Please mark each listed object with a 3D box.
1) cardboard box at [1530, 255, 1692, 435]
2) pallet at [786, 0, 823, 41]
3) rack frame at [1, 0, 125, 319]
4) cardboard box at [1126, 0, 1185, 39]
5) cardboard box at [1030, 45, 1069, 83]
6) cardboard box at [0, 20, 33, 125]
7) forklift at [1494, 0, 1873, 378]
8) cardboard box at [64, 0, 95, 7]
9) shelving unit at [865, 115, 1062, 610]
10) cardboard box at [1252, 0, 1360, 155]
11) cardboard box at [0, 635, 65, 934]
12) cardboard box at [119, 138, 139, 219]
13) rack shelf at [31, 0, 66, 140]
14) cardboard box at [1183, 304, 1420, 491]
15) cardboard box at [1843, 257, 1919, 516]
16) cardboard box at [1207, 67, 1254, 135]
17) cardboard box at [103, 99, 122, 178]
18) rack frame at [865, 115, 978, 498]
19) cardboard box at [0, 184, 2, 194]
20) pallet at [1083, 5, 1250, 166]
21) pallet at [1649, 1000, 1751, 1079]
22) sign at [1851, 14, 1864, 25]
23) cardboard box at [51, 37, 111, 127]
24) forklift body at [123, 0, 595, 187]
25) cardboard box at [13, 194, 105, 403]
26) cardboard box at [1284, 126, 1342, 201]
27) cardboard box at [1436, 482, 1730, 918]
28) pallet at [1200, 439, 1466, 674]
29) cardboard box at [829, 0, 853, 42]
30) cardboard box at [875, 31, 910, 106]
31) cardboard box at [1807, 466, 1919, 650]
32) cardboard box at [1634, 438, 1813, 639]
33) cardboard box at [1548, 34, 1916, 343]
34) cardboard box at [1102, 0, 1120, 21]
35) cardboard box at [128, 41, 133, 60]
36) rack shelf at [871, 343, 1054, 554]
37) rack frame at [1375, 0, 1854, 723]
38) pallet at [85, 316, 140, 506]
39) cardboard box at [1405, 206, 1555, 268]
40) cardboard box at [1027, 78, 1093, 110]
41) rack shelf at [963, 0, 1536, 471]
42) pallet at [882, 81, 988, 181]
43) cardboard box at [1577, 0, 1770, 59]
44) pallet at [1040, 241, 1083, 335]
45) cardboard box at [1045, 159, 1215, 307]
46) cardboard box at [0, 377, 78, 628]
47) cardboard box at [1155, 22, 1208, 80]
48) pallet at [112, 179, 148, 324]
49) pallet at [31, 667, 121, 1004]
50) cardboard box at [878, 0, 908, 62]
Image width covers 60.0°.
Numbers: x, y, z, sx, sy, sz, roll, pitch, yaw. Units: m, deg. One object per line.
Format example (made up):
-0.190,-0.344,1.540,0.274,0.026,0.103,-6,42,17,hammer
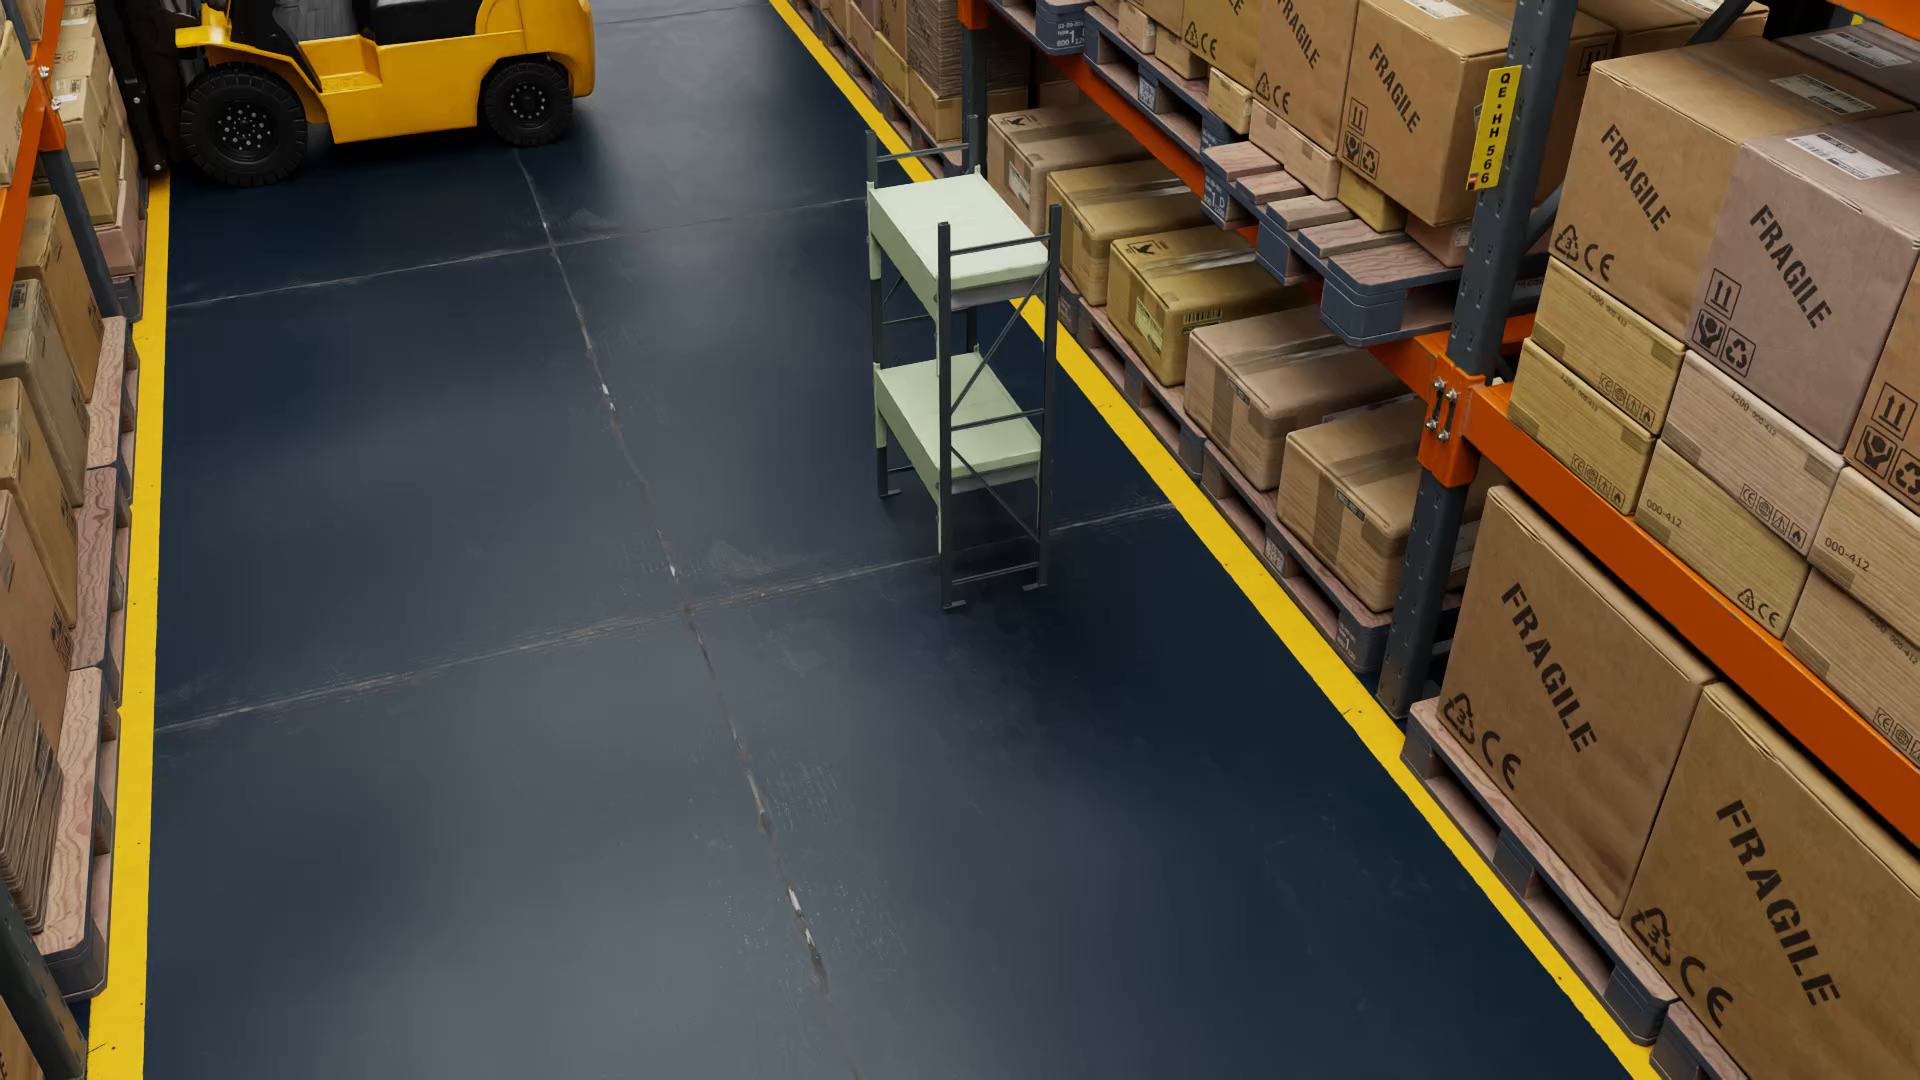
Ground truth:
1.817,-0.541,4.184,0.500,0.250,0.500,-13,39,-16,cardboard box
-0.606,-3.634,10.900,1.003,0.211,1.213,-12,39,-16,pallet
-4.161,-1.968,6.370,1.000,3.000,0.127,-12,39,-16,rack frame
0.907,-2.147,5.928,0.500,0.500,0.500,-14,39,-18,cardboard box
0.549,-2.756,8.729,0.500,0.500,0.500,-11,38,-14,cardboard box
-3.742,-1.678,6.109,0.500,0.250,0.500,-12,39,-15,cardboard box
3.529,-2.261,6.815,3.031,2.935,1.130,-26,44,-30,forklift
-4.555,-2.643,8.371,0.500,0.250,0.500,-13,39,-17,cardboard box
-0.002,-0.603,5.804,0.431,1.500,0.755,-12,39,-16,shelving unit
1.269,-1.554,5.140,0.500,0.500,0.500,-13,39,-17,cardboard box
-2.986,0.717,4.429,0.875,0.625,0.625,-11,38,-15,cardboard box
-4.206,-1.663,7.901,0.500,0.250,0.500,-13,39,-17,cardboard box
-4.849,-2.810,8.086,1.077,0.370,4.000,-12,39,-16,rack shelf
1.428,-0.593,6.379,0.950,0.372,0.625,-13,39,-17,cardboard box
2.158,-0.275,3.207,0.500,0.500,0.500,-11,38,-15,cardboard box
1.065,-1.508,5.619,0.380,0.149,0.250,-12,39,-15,cardboard box
-4.213,-1.858,7.745,0.500,0.250,0.500,-13,39,-16,cardboard box
-0.128,-0.810,6.078,0.400,1.500,0.023,-12,39,-16,rack frame
-3.422,-1.108,5.352,0.500,0.250,0.500,-12,39,-16,cardboard box
1.155,-1.771,6.268,1.003,0.211,1.213,-12,39,-16,pallet
2.491,1.525,4.050,1.003,0.211,1.213,-12,39,-16,pallet
2.395,-1.317,4.544,0.100,0.325,0.005,-12,39,-16,sign
-4.199,-2.066,7.605,0.500,0.250,0.500,-12,39,-16,cardboard box
-3.172,-3.195,8.704,2.313,2.155,1.214,-12,39,-16,forklift body
-3.971,-0.895,6.569,0.875,0.625,0.625,-11,38,-14,cardboard box
1.252,-1.212,5.225,0.380,0.149,0.250,-13,39,-16,cardboard box
2.034,0.350,4.709,0.875,0.875,0.875,-13,39,-16,cardboard box
1.607,-0.066,6.162,1.003,0.211,1.213,-12,39,-16,pallet
-0.492,-3.218,9.966,0.500,0.250,0.500,-10,38,-13,cardboard box
-0.150,-2.644,9.204,0.500,0.250,0.500,-13,39,-17,cardboard box
2.154,0.036,3.419,0.500,0.250,0.500,-13,39,-16,cardboard box
2.000,-0.063,3.966,0.500,0.250,0.500,-14,39,-17,cardboard box
1.815,-0.848,3.969,0.500,0.500,0.500,-14,39,-17,cardboard box
0.771,-2.106,6.413,0.380,0.149,0.250,-12,39,-16,cardboard box
-4.717,-2.714,8.880,0.500,0.250,0.500,-13,39,-17,cardboard box
-0.002,-0.342,6.000,0.431,0.370,0.720,-12,39,-16,rack shelf
1.875,-0.738,4.737,1.000,3.000,0.127,-12,39,-16,rack frame
-3.871,-0.446,6.667,1.003,0.211,1.213,-12,39,-16,pallet
1.541,-0.942,4.867,0.380,0.149,0.250,-11,38,-14,cardboard box
0.549,-2.456,8.954,0.500,0.250,0.500,-14,39,-18,cardboard box
1.186,-1.581,6.453,1.077,0.370,4.000,-12,39,-16,rack shelf
0.234,-2.256,9.070,1.003,0.211,1.213,-12,39,-16,pallet
1.937,-1.367,4.892,0.500,0.500,0.500,-14,39,-17,cardboard box
0.767,-1.444,7.992,1.003,0.211,1.213,-12,39,-16,pallet
0.932,-1.415,7.470,0.950,0.372,0.625,-10,38,-13,cardboard box
-3.451,-0.031,5.422,0.875,0.625,0.625,-14,39,-18,cardboard box
0.933,-1.801,6.008,0.380,0.149,0.250,-14,39,-17,cardboard box
-4.395,-1.312,7.816,1.003,0.211,1.213,-12,39,-16,pallet
-3.031,0.932,4.837,1.003,0.211,1.213,-12,39,-16,pallet
-0.134,-2.932,8.963,0.500,0.500,0.500,-12,39,-15,cardboard box
